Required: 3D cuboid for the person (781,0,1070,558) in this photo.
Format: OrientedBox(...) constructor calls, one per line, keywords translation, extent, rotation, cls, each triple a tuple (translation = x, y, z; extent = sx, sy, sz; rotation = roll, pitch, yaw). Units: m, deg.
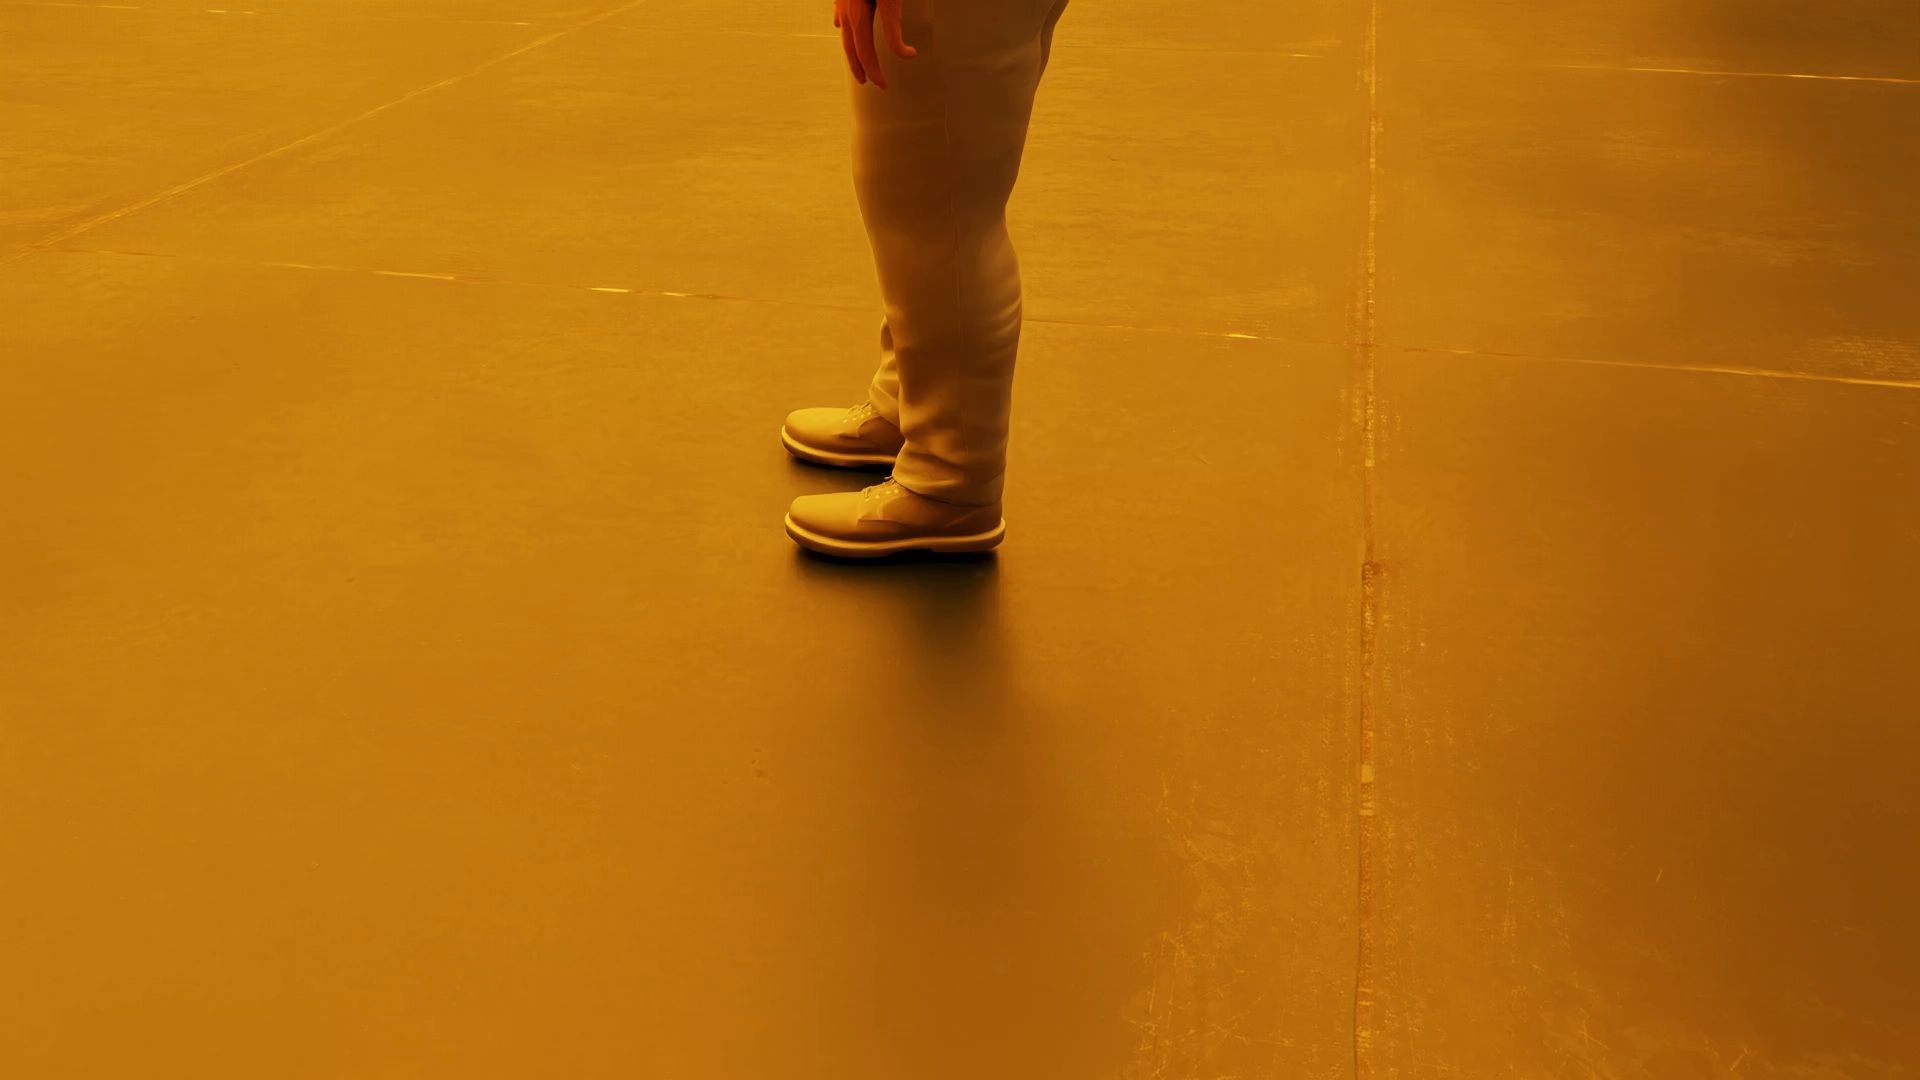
OrientedBox(translation=(-0.073, -0.815, 2.121), extent=(0.575, 1.781, 0.640), rotation=(6, 27, 11), cls="person")
